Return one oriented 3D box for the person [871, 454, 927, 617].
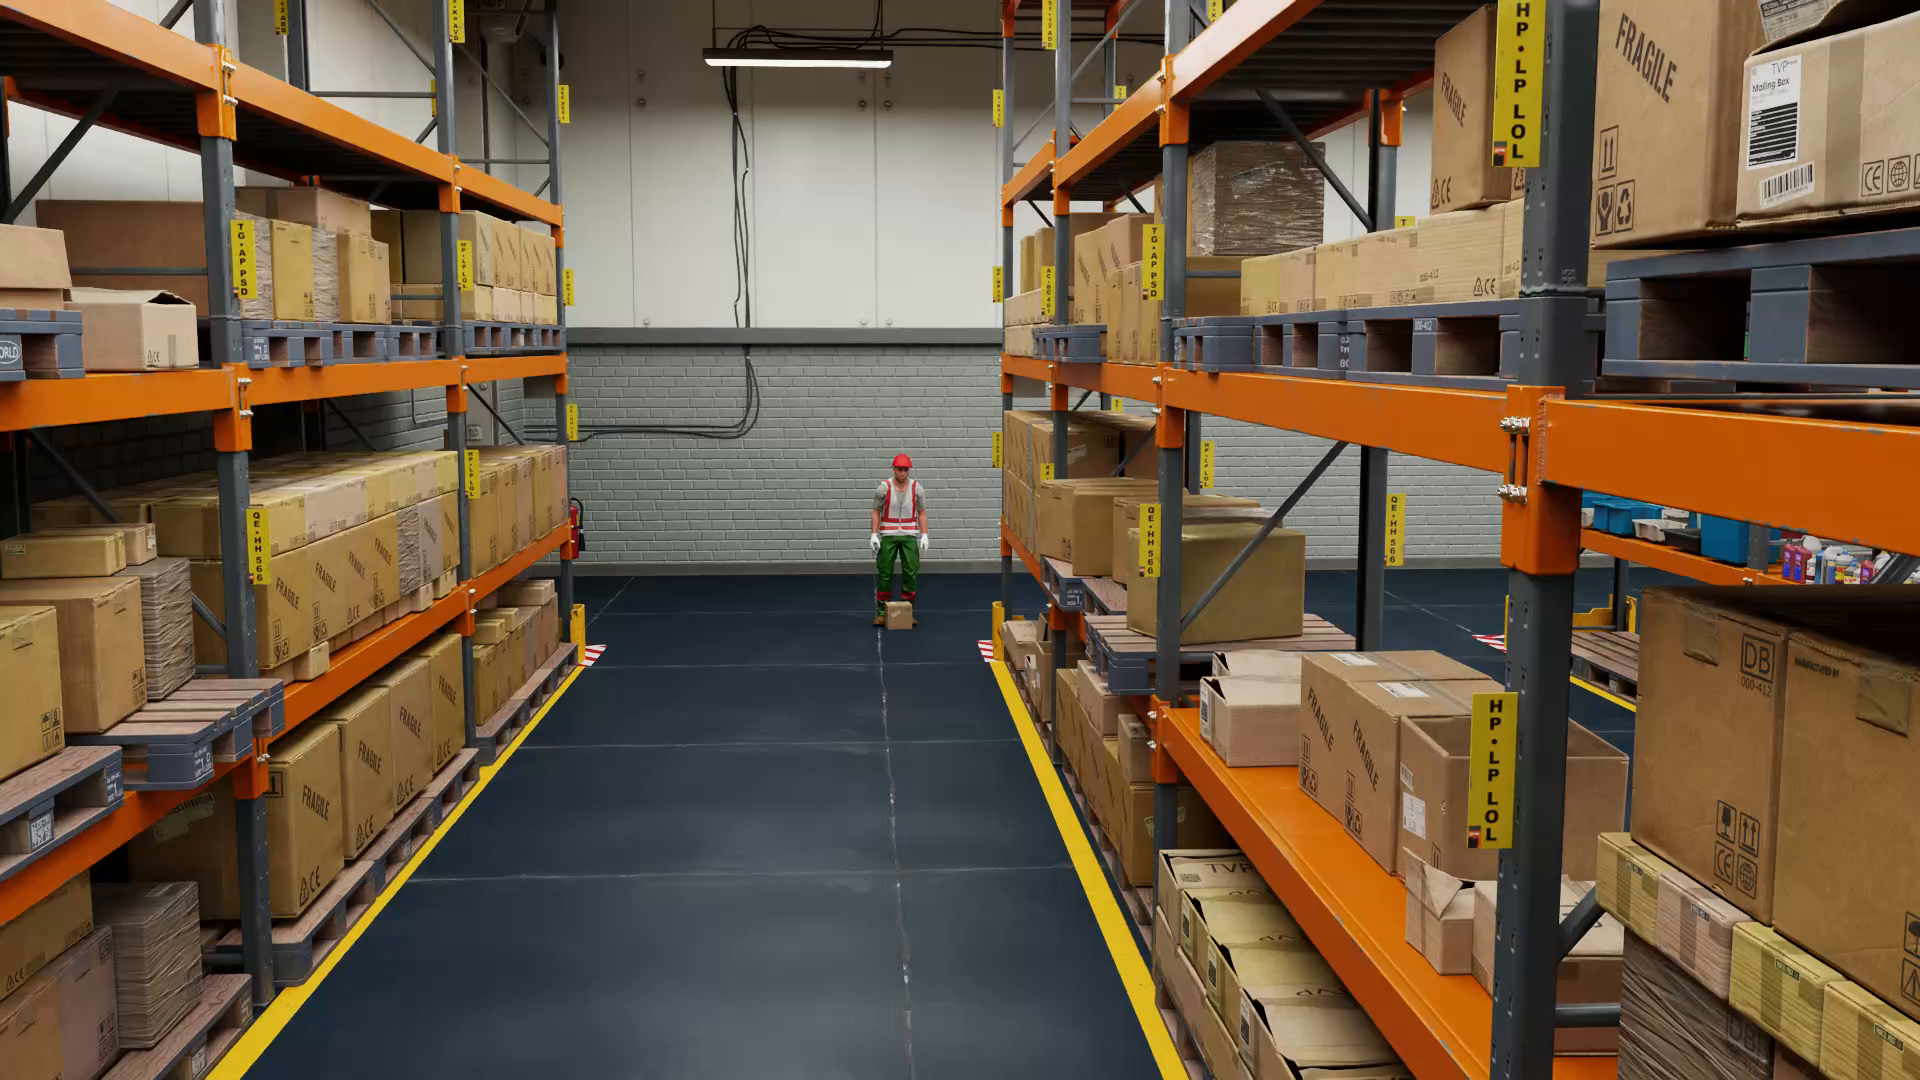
[{"bbox_3d":[-0.622,-0.036,17.234,0.583,1.722,0.448,-1,7,-7],"label":"person"}]
